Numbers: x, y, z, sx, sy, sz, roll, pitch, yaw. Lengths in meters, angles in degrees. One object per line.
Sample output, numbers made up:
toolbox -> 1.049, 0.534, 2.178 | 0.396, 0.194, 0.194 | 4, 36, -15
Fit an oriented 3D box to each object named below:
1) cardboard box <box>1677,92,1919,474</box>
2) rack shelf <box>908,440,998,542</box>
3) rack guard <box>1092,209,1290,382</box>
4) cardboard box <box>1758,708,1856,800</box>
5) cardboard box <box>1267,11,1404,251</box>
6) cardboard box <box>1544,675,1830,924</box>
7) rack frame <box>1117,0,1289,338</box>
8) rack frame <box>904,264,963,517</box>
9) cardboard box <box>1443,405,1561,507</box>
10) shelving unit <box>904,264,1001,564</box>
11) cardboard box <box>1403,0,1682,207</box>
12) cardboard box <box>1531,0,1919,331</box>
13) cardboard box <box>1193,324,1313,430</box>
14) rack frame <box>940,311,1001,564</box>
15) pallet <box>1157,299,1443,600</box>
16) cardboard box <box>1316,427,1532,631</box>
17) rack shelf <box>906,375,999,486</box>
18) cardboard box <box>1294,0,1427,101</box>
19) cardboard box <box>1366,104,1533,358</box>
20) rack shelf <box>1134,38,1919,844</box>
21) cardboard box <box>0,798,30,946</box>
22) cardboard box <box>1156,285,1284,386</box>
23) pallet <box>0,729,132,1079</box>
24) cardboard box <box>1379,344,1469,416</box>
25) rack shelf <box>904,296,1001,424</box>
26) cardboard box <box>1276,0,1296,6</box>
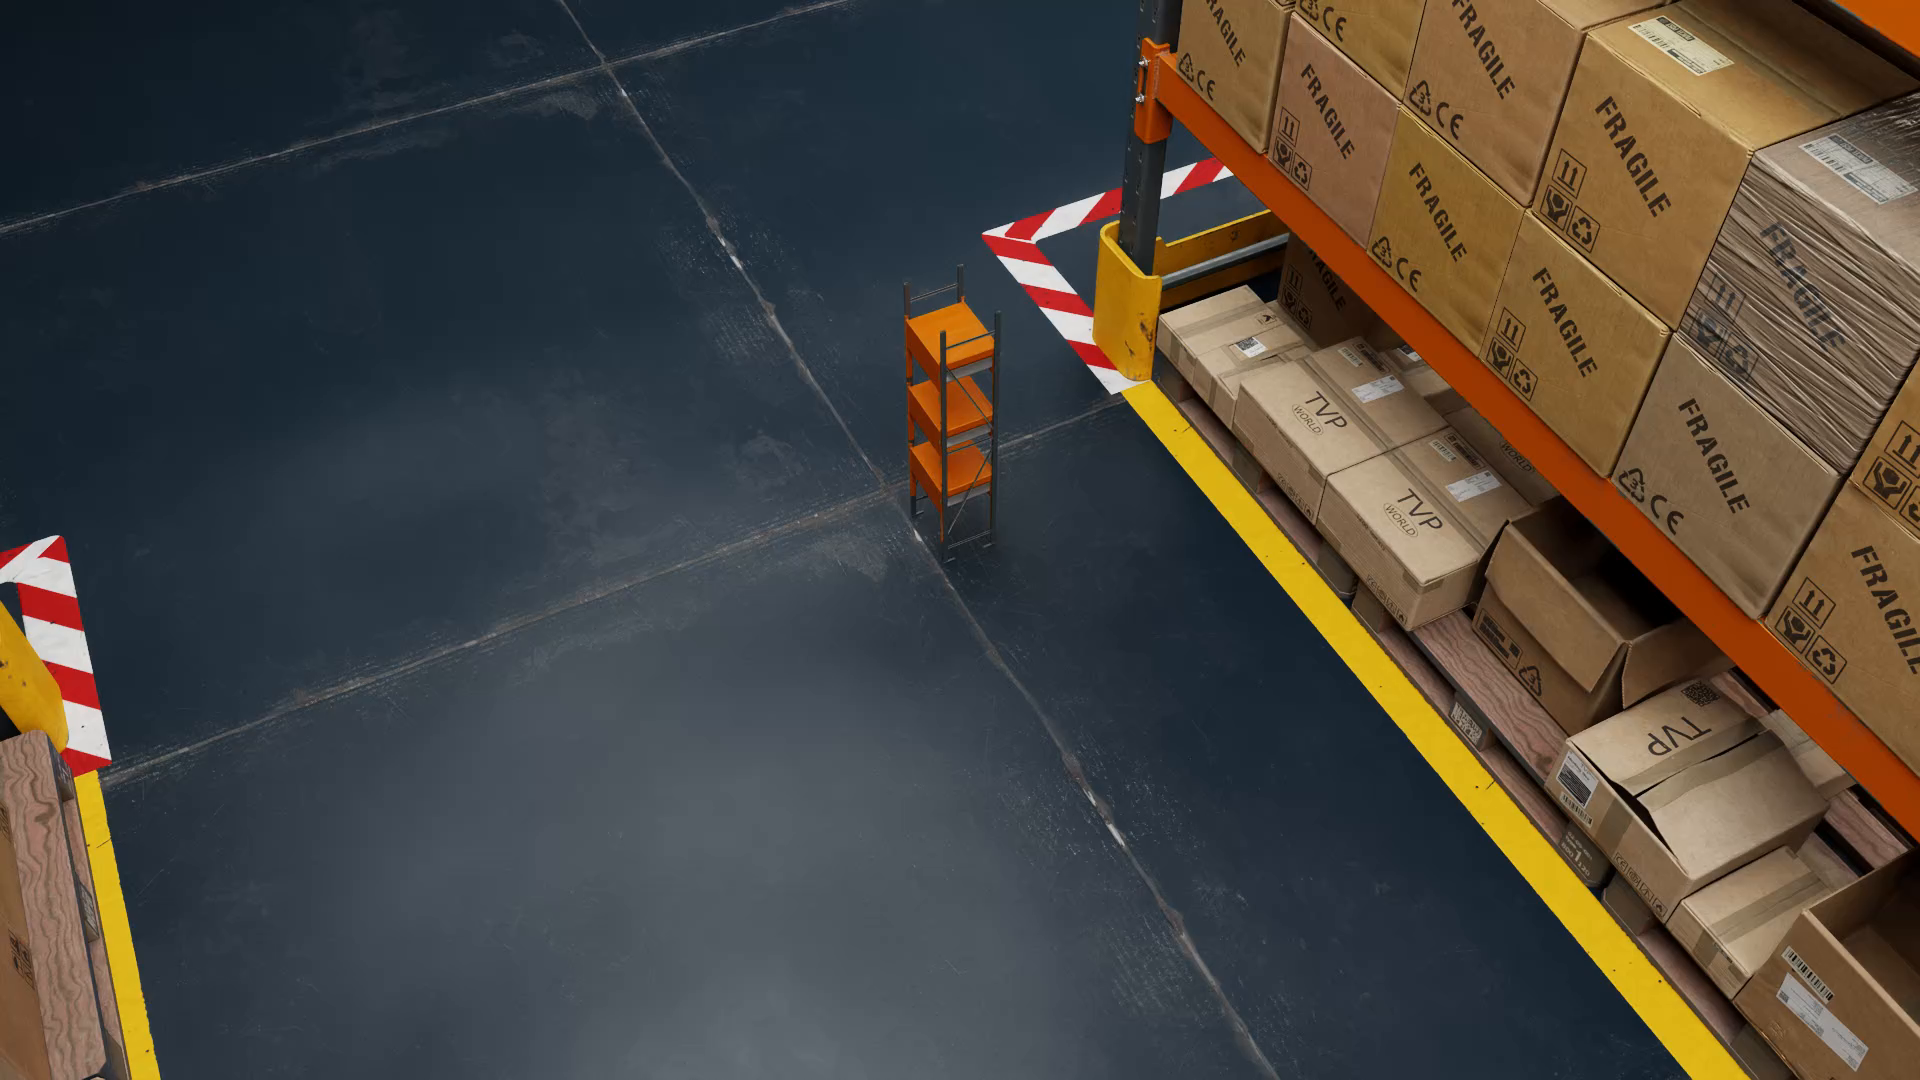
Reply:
cardboard box -> 1.953, -0.548, 3.506 | 0.500, 0.500, 0.500 | -21, 52, -17
rack shelf -> -0.024, -0.192, 5.603 | 0.215, 0.259, 0.240 | -21, 52, -18
rack guard -> 1.087, -1.061, 6.346 | 1.175, 0.500, 0.348 | -21, 52, -18
cardboard box -> 2.478, 0.600, 4.823 | 0.380, 0.166, 0.250 | -21, 52, -18
cardboard box -> 1.261, -1.236, 4.772 | 0.500, 0.500, 0.500 | -22, 52, -18
cardboard box -> 2.026, 0.697, 4.641 | 0.500, 0.311, 0.500 | -21, 52, -18
rack frame -> 1.052, -1.935, 5.449 | 1.000, 3.000, 0.127 | -21, 52, -18
rack frame -> -0.080, -0.463, 5.458 | 0.200, 1.050, 0.008 | -21, 52, -18
cardboard box -> 1.928, -0.249, 5.509 | 0.500, 0.250, 0.500 | -21, 52, -18
shelving unit -> -0.024, -0.381, 5.386 | 0.215, 1.050, 0.252 | -21, 52, -18
cardboard box -> 1.491, -1.225, 4.098 | 0.500, 0.500, 0.500 | -21, 52, -17
cardboard box -> 1.724, -0.885, 3.801 | 0.500, 0.500, 0.500 | -22, 52, -18
cardboard box -> 1.052, -0.581, 5.855 | 0.380, 0.166, 0.250 | -21, 52, -18
rack frame -> 0.031, -0.300, 5.315 | 0.200, 1.050, 0.008 | -21, 52, -18
pallet -> 1.452, -0.432, 5.988 | 1.003, 0.211, 1.213 | -21, 52, -18
cardboard box -> 1.506, -0.043, 5.329 | 0.500, 0.250, 0.500 | -21, 52, -18
rack shelf -> -0.024, -0.374, 5.394 | 0.215, 0.259, 0.240 | -21, 52, -18
cardboard box -> 1.267, -1.562, 4.392 | 0.500, 0.500, 0.500 | -21, 52, -17
cardboard box -> 1.488, -0.899, 4.477 | 0.500, 0.500, 0.500 | -21, 52, -18
rack shelf -> 1.967, -0.359, 4.549 | 1.077, 0.370, 4.000 | -21, 52, -18
cardboard box -> -2.942, 0.893, 4.358 | 0.700, 0.500, 0.500 | -21, 52, -18
cardboard box -> 0.938, -0.742, 6.008 | 0.380, 0.149, 0.250 | -21, 52, -18
pallet -> -2.915, 1.200, 4.560 | 1.003, 0.211, 1.213 | -21, 52, -18
cardboard box -> 1.625, -0.565, 5.842 | 0.380, 0.166, 0.250 | -21, 52, -18
rack shelf -> -0.024, -0.561, 5.181 | 0.215, 0.259, 0.240 | -21, 52, -18
cardboard box -> 1.021, -1.909, 4.696 | 0.500, 0.500, 0.500 | -20, 52, -16
